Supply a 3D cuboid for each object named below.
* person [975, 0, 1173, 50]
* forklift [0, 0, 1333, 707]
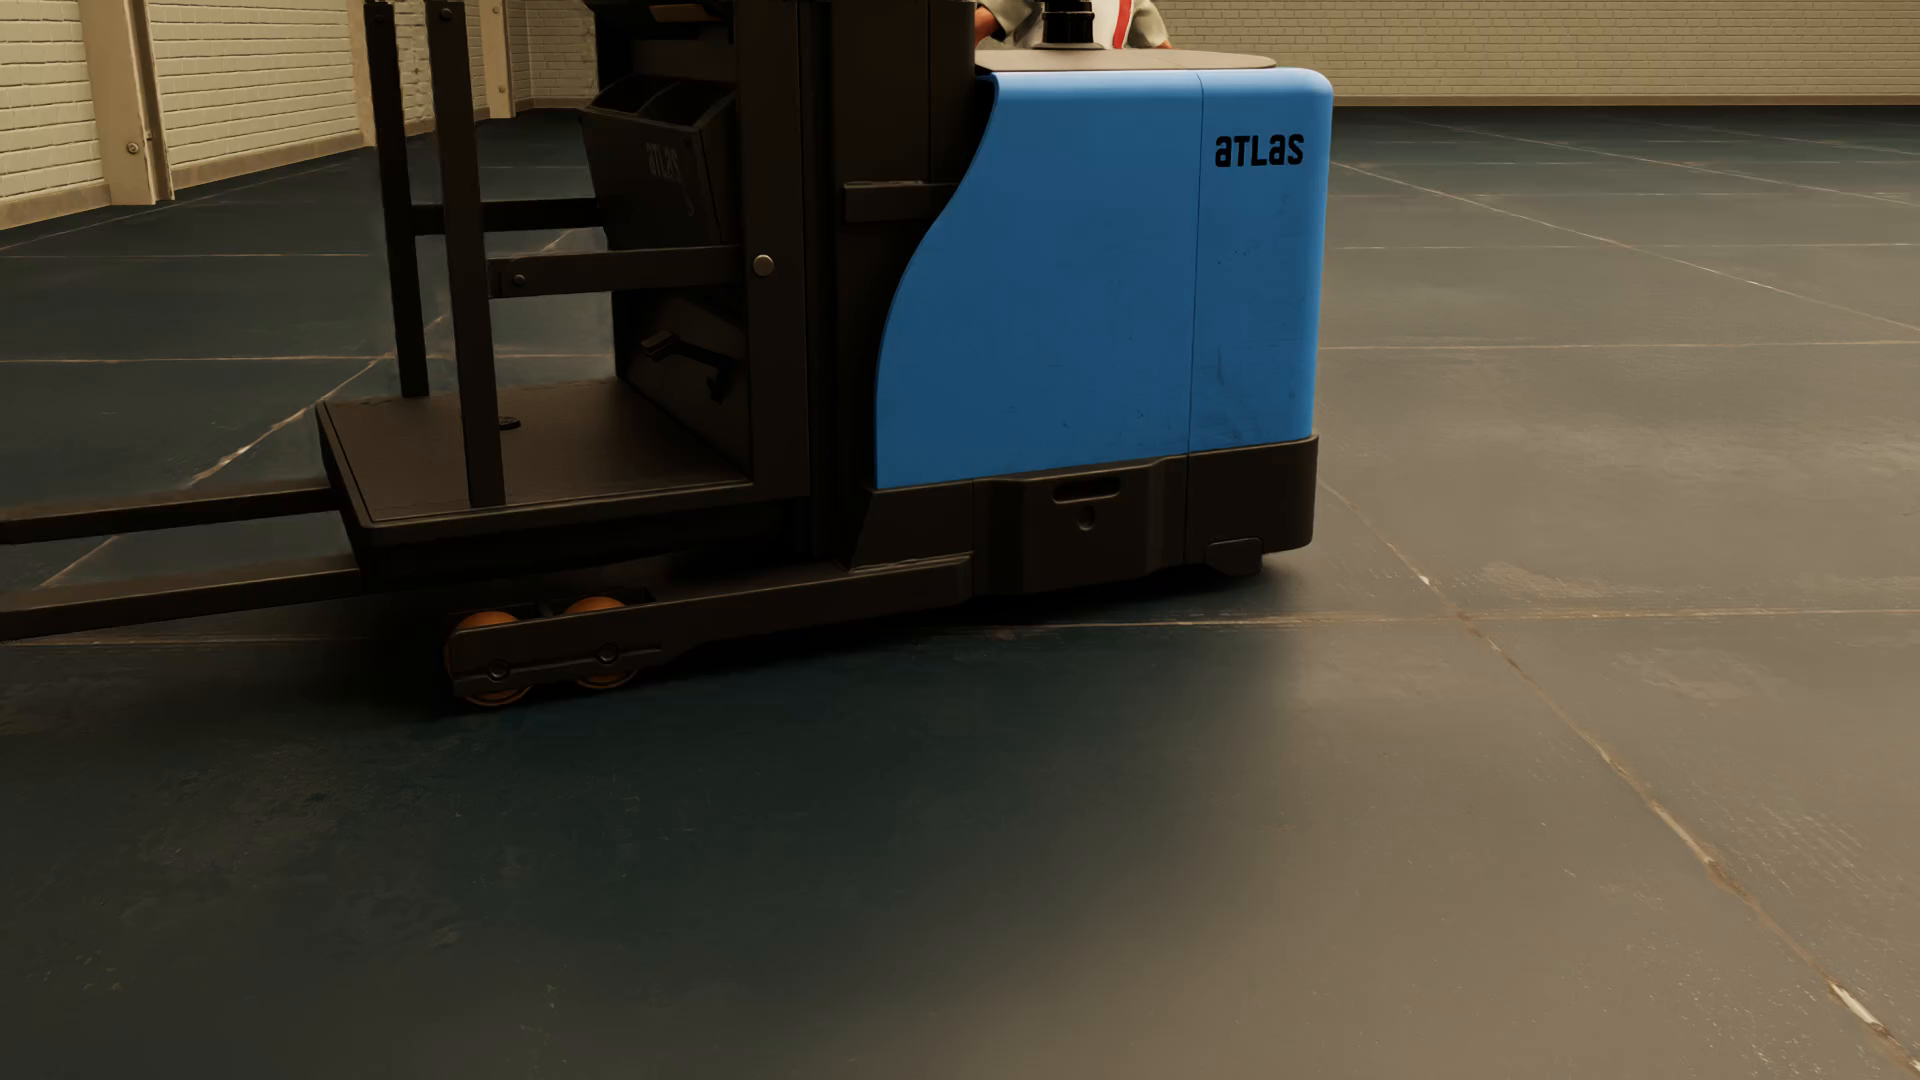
[{"bbox_3d":[0.393,-1.408,5.852,1.189,1.664,0.510,-6,18,-19],"label":"person"},{"bbox_3d":[-0.782,-1.281,3.096,3.031,2.935,1.130,-8,19,-23],"label":"forklift"}]
